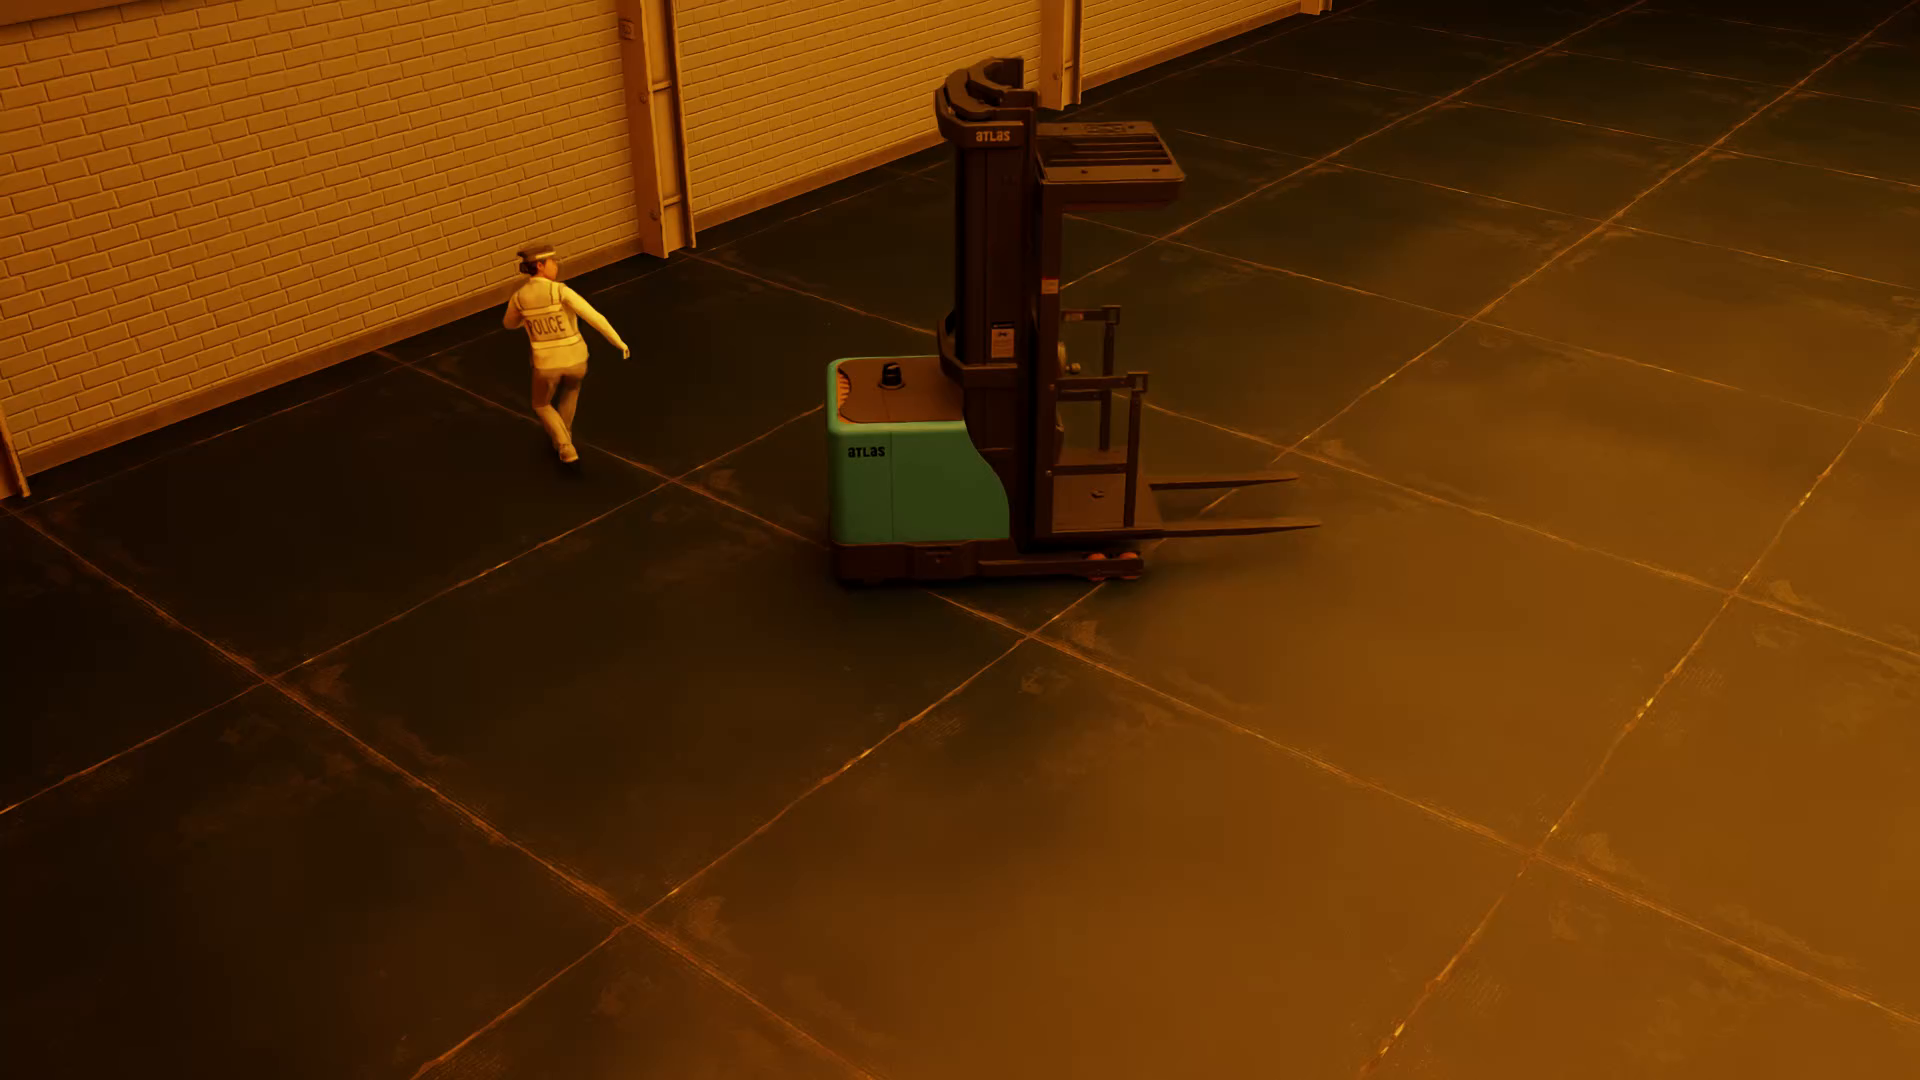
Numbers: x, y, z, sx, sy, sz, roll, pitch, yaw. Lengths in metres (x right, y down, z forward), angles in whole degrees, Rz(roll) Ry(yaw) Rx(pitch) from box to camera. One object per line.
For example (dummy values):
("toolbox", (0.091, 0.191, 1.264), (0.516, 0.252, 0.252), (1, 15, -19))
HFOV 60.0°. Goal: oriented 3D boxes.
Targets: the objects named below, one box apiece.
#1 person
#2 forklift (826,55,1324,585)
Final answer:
("person", (-2.632, -1.273, 11.159), (0.814, 1.552, 0.802), (-5, 31, -8))
("forklift", (0.707, -1.281, 9.788), (3.031, 2.935, 1.130), (-2, 30, -4))
